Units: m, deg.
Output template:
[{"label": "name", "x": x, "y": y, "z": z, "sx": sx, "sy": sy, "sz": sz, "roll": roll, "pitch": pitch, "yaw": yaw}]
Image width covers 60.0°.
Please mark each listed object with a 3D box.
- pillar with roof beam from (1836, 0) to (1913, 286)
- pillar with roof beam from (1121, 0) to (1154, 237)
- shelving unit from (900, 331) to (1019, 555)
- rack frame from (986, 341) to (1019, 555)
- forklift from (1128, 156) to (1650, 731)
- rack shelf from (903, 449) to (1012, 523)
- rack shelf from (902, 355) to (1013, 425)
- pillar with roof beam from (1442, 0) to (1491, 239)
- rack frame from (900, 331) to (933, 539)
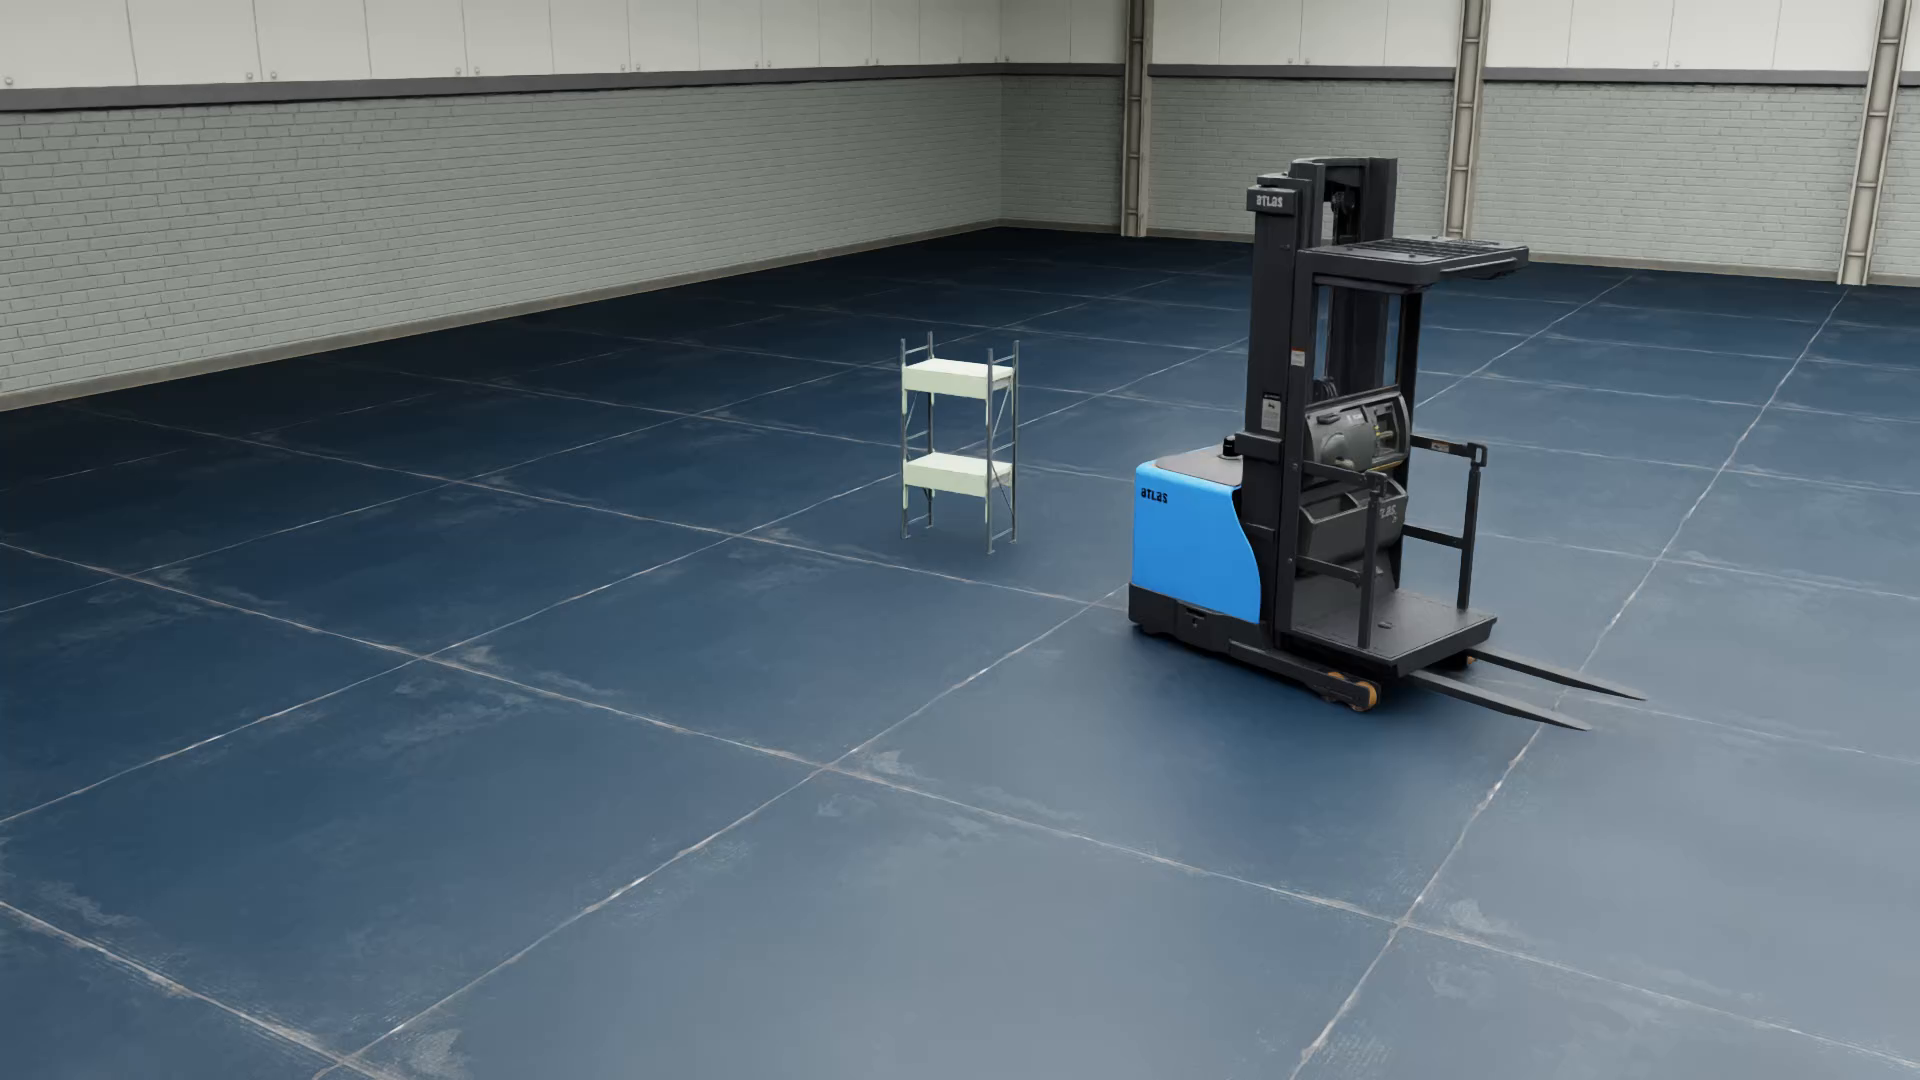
[{"label": "pillar with roof beam", "x": 11.224, "y": -7.110, "z": 20.304, "sx": 0.400, "sy": 9.000, "sz": 9.100, "roll": 10, "pitch": 20, "yaw": 30}, {"label": "pillar with roof beam", "x": 0.998, "y": -8.935, "z": 26.313, "sx": 0.400, "sy": 9.000, "sz": 9.100, "roll": 10, "pitch": 20, "yaw": 30}, {"label": "shelving unit", "x": -0.006, "y": -0.719, "z": 12.167, "sx": 0.755, "sy": 1.500, "sz": 0.431, "roll": 10, "pitch": 20, "yaw": 30}, {"label": "rack frame", "x": 0.306, "y": -0.663, "z": 11.983, "sx": 0.023, "sy": 1.500, "sz": 0.400, "roll": 10, "pitch": 20, "yaw": 30}, {"label": "forklift", "x": 2.420, "y": -0.616, "z": 9.365, "sx": 1.130, "sy": 2.935, "sz": 3.031, "roll": -15, "pitch": 22, "yaw": -40}, {"label": "rack shelf", "x": -0.006, "y": -0.407, "z": 12.261, "sx": 0.720, "sy": 0.370, "sz": 0.431, "roll": 10, "pitch": 20, "yaw": 30}, {"label": "rack shelf", "x": -0.006, "y": -1.092, "z": 12.053, "sx": 0.720, "sy": 0.370, "sz": 0.431, "roll": 10, "pitch": 20, "yaw": 30}, {"label": "pillar with roof beam", "x": 6.111, "y": -8.022, "z": 23.308, "sx": 0.400, "sy": 9.000, "sz": 9.100, "roll": 10, "pitch": 20, "yaw": 30}, {"label": "rack frame", "x": -0.318, "y": -0.774, "z": 12.350, "sx": 0.023, "sy": 1.500, "sz": 0.400, "roll": 10, "pitch": 20, "yaw": 30}]
